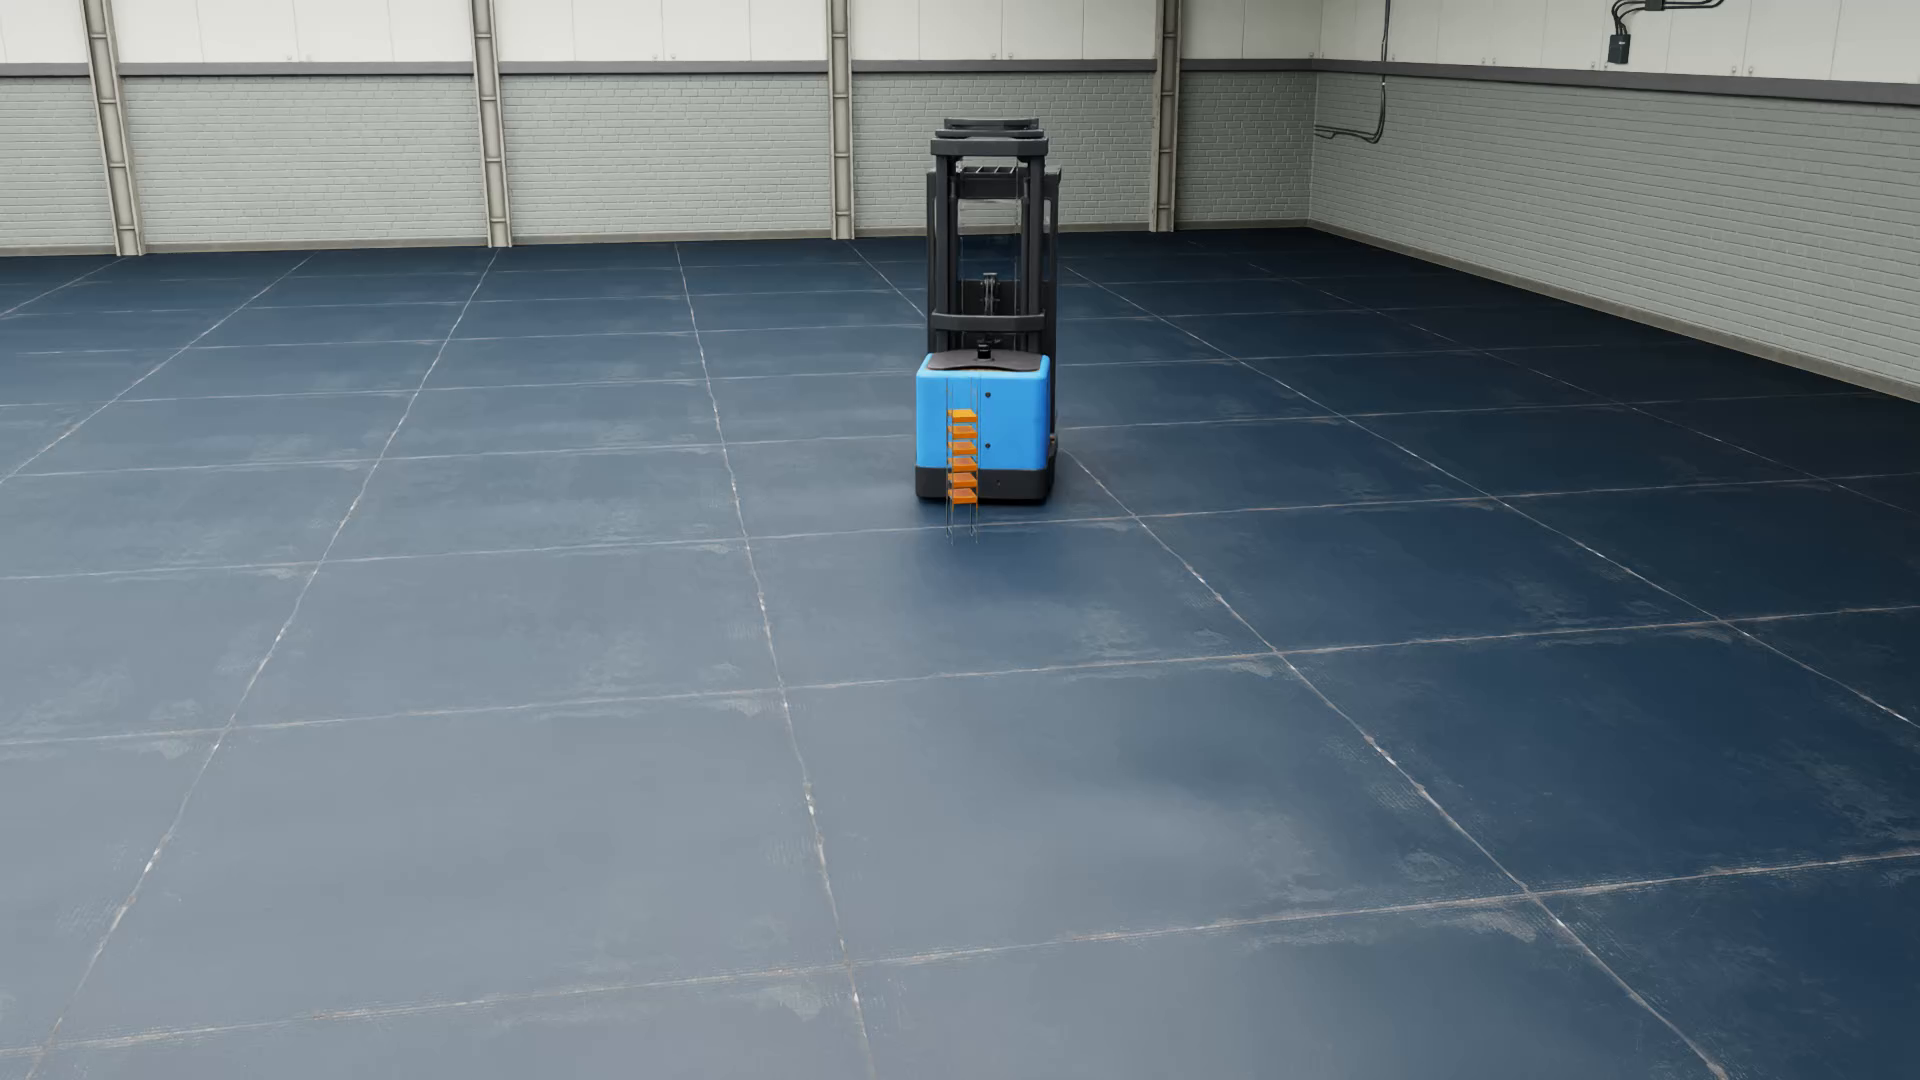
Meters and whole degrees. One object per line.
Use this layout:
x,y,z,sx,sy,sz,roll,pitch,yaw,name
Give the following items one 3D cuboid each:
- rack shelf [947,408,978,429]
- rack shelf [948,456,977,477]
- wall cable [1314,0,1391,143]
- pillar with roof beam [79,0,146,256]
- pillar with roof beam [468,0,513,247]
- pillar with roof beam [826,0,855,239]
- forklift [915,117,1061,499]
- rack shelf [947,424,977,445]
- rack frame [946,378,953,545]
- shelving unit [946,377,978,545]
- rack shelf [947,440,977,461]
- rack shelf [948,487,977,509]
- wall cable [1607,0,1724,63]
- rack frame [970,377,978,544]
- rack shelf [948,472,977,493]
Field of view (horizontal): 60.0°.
0.014,-0.876,12.046,0.180,0.103,0.258,-3,17,-10,rack shelf
0.014,-0.532,12.151,0.180,0.103,0.258,-3,17,-10,rack shelf
6.913,-8.396,29.609,0.112,2.526,3.097,-3,17,-10,wall cable
-13.086,-7.854,22.555,0.400,9.000,9.100,-3,17,-10,pillar with roof beam
-7.195,-8.188,23.644,0.400,9.000,9.100,-3,17,-10,pillar with roof beam
-1.304,-8.522,24.732,0.400,9.000,9.100,-3,17,-10,pillar with roof beam
0.289,-2.105,14.173,1.130,2.935,3.031,1,17,5,forklift
0.014,-0.761,12.081,0.180,0.103,0.258,-3,17,-10,rack shelf
-0.076,-0.569,12.122,0.006,1.200,0.240,-3,17,-10,rack frame
0.014,-0.574,12.138,0.189,1.200,0.258,-3,17,-10,shelving unit
0.014,-0.647,12.116,0.180,0.103,0.258,-3,17,-10,rack shelf
0.014,-0.302,12.222,0.180,0.103,0.258,-3,17,-10,rack shelf
8.699,-8.768,19.741,0.169,6.003,2.305,-3,17,-10,wall cable
0.104,-0.579,12.155,0.006,1.200,0.240,-3,17,-10,rack frame
0.014,-0.417,12.187,0.180,0.103,0.258,-3,17,-10,rack shelf
